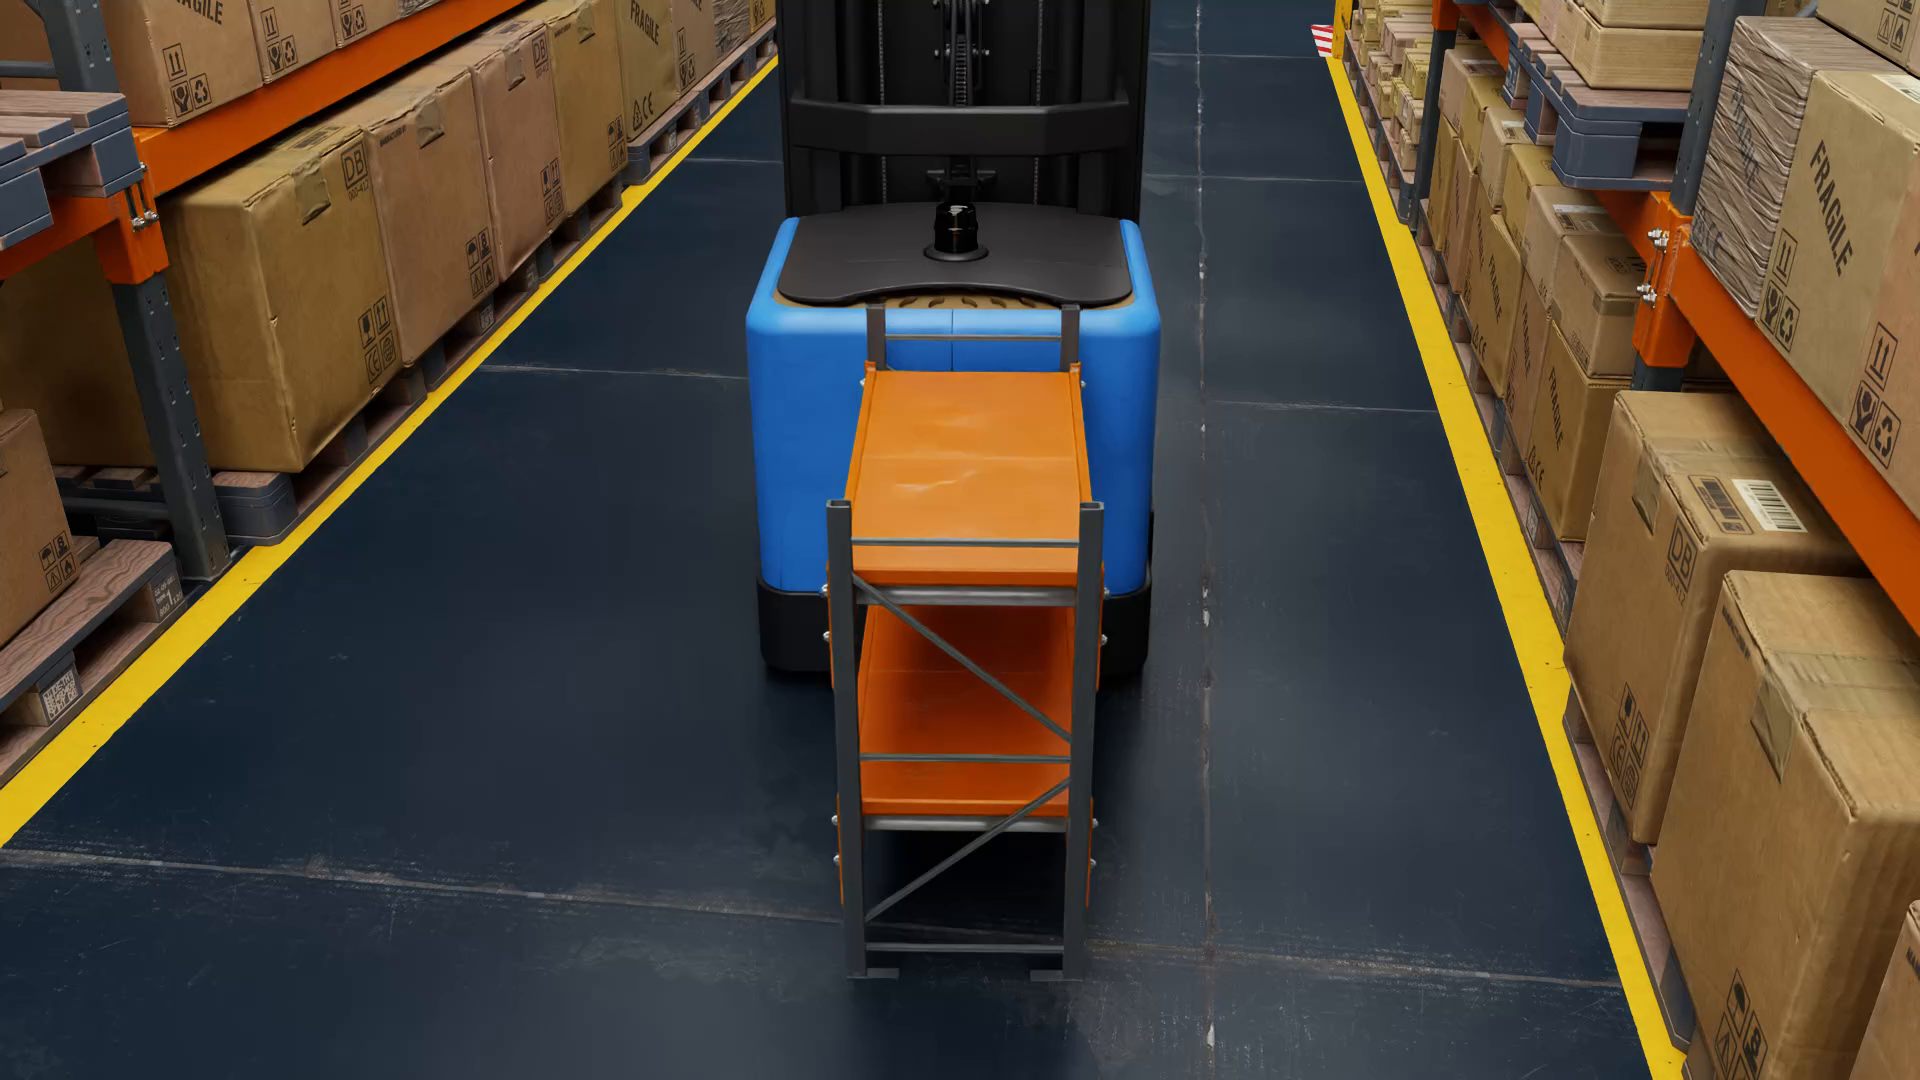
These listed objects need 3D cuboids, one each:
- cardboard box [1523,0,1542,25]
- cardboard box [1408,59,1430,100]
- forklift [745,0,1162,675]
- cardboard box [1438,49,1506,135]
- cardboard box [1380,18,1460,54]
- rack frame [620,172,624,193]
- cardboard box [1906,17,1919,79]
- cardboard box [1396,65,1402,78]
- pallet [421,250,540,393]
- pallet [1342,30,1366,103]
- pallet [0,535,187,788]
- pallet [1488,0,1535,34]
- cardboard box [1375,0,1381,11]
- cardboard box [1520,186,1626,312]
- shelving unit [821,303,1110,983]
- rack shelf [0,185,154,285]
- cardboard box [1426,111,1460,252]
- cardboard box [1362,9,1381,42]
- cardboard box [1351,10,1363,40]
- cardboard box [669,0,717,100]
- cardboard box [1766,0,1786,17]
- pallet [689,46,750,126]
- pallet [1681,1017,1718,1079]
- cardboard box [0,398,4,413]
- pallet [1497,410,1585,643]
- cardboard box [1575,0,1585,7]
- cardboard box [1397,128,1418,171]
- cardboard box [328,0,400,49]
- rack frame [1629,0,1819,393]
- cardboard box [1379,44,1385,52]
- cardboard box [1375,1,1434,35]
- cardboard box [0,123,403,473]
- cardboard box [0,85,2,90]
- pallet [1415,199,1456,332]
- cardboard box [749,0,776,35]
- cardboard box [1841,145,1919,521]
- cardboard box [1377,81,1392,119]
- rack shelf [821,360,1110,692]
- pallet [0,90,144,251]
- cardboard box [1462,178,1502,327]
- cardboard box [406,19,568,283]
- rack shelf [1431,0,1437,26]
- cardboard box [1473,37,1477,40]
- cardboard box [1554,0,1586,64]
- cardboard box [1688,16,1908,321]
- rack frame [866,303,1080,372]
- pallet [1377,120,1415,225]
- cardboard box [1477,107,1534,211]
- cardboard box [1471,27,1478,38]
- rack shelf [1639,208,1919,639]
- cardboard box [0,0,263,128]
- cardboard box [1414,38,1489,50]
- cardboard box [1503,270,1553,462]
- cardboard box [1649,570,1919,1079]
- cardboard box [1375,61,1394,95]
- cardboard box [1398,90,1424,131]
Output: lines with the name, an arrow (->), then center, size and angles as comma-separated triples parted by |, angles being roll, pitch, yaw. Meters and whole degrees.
cardboard box -> 1.878, -1.596, 4.871 | 0.380, 0.149, 0.250 | 3, 28, 6
cardboard box -> 2.443, -2.287, 8.269 | 0.380, 0.149, 0.250 | 4, 29, 7
forklift -> 0.014, -1.589, 5.109 | 1.130, 2.935, 3.031 | 1, 28, 1
cardboard box -> 2.313, -1.872, 6.965 | 0.500, 0.250, 0.500 | 2, 28, 4
cardboard box -> 2.538, -2.783, 9.189 | 0.380, 0.149, 0.250 | 2, 28, 4
rack frame -> -2.244, -3.126, 7.890 | 1.000, 3.000, 0.127 | 3, 28, 6
cardboard box -> 2.050, -0.943, 2.678 | 0.700, 0.500, 0.500 | 3, 28, 5
cardboard box -> 2.565, -2.507, 8.990 | 0.380, 0.149, 0.250 | 4, 29, 7
pallet -> -2.411, -0.955, 6.800 | 1.003, 0.211, 1.213 | 3, 28, 6
pallet -> 3.012, -3.030, 10.651 | 1.003, 0.211, 1.213 | 3, 28, 6
pallet -> -2.831, 0.352, 4.374 | 1.003, 0.211, 1.213 | 3, 28, 6
pallet -> 2.378, -1.757, 5.551 | 1.003, 0.211, 1.213 | 3, 28, 6
cardboard box -> 2.734, -3.269, 10.090 | 0.380, 0.149, 0.250 | 2, 28, 4
cardboard box -> 2.051, -0.898, 5.156 | 0.500, 0.250, 0.500 | 4, 29, 7
shelving unit -> 0.020, 0.190, 3.712 | 0.538, 1.125, 1.048 | 1, 28, 1
rack shelf -> -2.979, 0.015, 2.818 | 1.077, 0.370, 4.000 | 3, 28, 6
cardboard box -> 2.312, -1.542, 7.143 | 0.500, 0.500, 0.500 | 4, 29, 8
cardboard box -> 2.666, -3.142, 10.169 | 0.380, 0.149, 0.250 | 4, 29, 8
cardboard box -> 2.774, -3.375, 10.915 | 0.380, 0.149, 0.250 | 4, 29, 7
cardboard box -> -1.974, -3.105, 9.649 | 0.875, 0.875, 0.875 | 3, 28, 6
cardboard box -> 2.528, -1.561, 4.807 | 0.380, 0.149, 0.250 | 5, 29, 9
pallet -> -1.926, -2.828, 10.277 | 1.003, 0.211, 1.213 | 3, 28, 6
pallet -> 1.853, 1.259, 2.690 | 1.003, 0.211, 1.213 | 3, 28, 6
cardboard box -> -2.787, -0.350, 4.117 | 0.500, 0.250, 0.500 | 4, 29, 8
pallet -> 2.273, -0.048, 5.116 | 1.003, 0.211, 1.213 | 3, 28, 6
cardboard box -> 1.816, -1.498, 4.376 | 0.380, 0.149, 0.250 | 4, 29, 8
cardboard box -> 2.376, -1.925, 8.223 | 0.380, 0.149, 0.250 | 4, 29, 7
cardboard box -> -2.284, -1.985, 5.666 | 0.500, 0.500, 0.500 | 3, 28, 5
rack frame -> 2.176, -0.908, 3.772 | 1.000, 3.000, 0.127 | 3, 28, 6
cardboard box -> 2.723, -2.890, 10.015 | 0.380, 0.149, 0.250 | 3, 29, 6
cardboard box -> 2.613, -3.017, 9.624 | 0.380, 0.149, 0.250 | 4, 29, 7
cardboard box -> -2.629, -0.816, 5.400 | 1.225, 0.875, 0.875 | 2, 28, 4
cardboard box -> -2.920, -1.534, 4.829 | 0.500, 0.500, 0.500 | 4, 29, 8
pallet -> 2.572, -1.196, 7.248 | 1.003, 0.211, 1.213 | 3, 28, 6
cardboard box -> -1.753, -3.953, 11.222 | 0.875, 0.875, 0.875 | 3, 28, 6
cardboard box -> 1.731, -0.279, 2.500 | 0.500, 0.500, 0.500 | 3, 28, 6
cardboard box -> 2.503, -2.412, 9.127 | 0.380, 0.149, 0.250 | 3, 28, 6
rack shelf -> 0.020, -0.068, 3.573 | 0.538, 0.278, 1.000 | 1, 28, 1
pallet -> -2.716, -0.817, 3.807 | 1.213, 0.211, 1.003 | 3, 28, 6
cardboard box -> 2.198, -1.046, 6.221 | 0.500, 0.500, 0.500 | 4, 29, 7
cardboard box -> -2.411, -1.653, 6.952 | 1.225, 0.875, 0.875 | 2, 28, 4
rack shelf -> 2.911, -3.415, 9.185 | 1.077, 0.370, 4.000 | 3, 28, 6
cardboard box -> 3.262, -2.980, 9.868 | 0.380, 0.149, 0.250 | 4, 29, 7
cardboard box -> 1.812, -1.358, 4.429 | 0.380, 0.149, 0.250 | 3, 28, 6
cardboard box -> 1.853, -0.756, 3.385 | 0.500, 0.500, 0.500 | 4, 29, 7
rack frame -> 0.031, -0.051, 4.159 | 0.500, 1.125, 0.032 | 1, 28, 1
pallet -> 2.713, -1.881, 8.519 | 1.003, 0.211, 1.213 | 3, 28, 6
cardboard box -> 2.184, -1.382, 6.054 | 0.500, 0.250, 0.500 | 4, 29, 8
cardboard box -> 3.135, -2.991, 9.576 | 0.380, 0.149, 0.250 | 2, 28, 4
rack shelf -> 1.931, 0.351, 2.195 | 1.077, 0.370, 4.000 | 3, 28, 6
cardboard box -> -2.405, -1.500, 4.767 | 0.500, 0.500, 0.500 | 4, 29, 8
cardboard box -> 2.576, -2.522, 8.705 | 0.380, 0.149, 0.250 | 4, 29, 8
cardboard box -> 2.065, -0.561, 5.322 | 0.500, 0.500, 0.500 | 4, 29, 8
cardboard box -> 1.908, 0.591, 2.919 | 1.050, 0.750, 0.750 | 4, 29, 7
cardboard box -> 2.598, -2.646, 9.562 | 0.380, 0.149, 0.250 | 3, 28, 6
cardboard box -> 2.410, -2.146, 8.320 | 0.380, 0.149, 0.250 | 2, 28, 4
